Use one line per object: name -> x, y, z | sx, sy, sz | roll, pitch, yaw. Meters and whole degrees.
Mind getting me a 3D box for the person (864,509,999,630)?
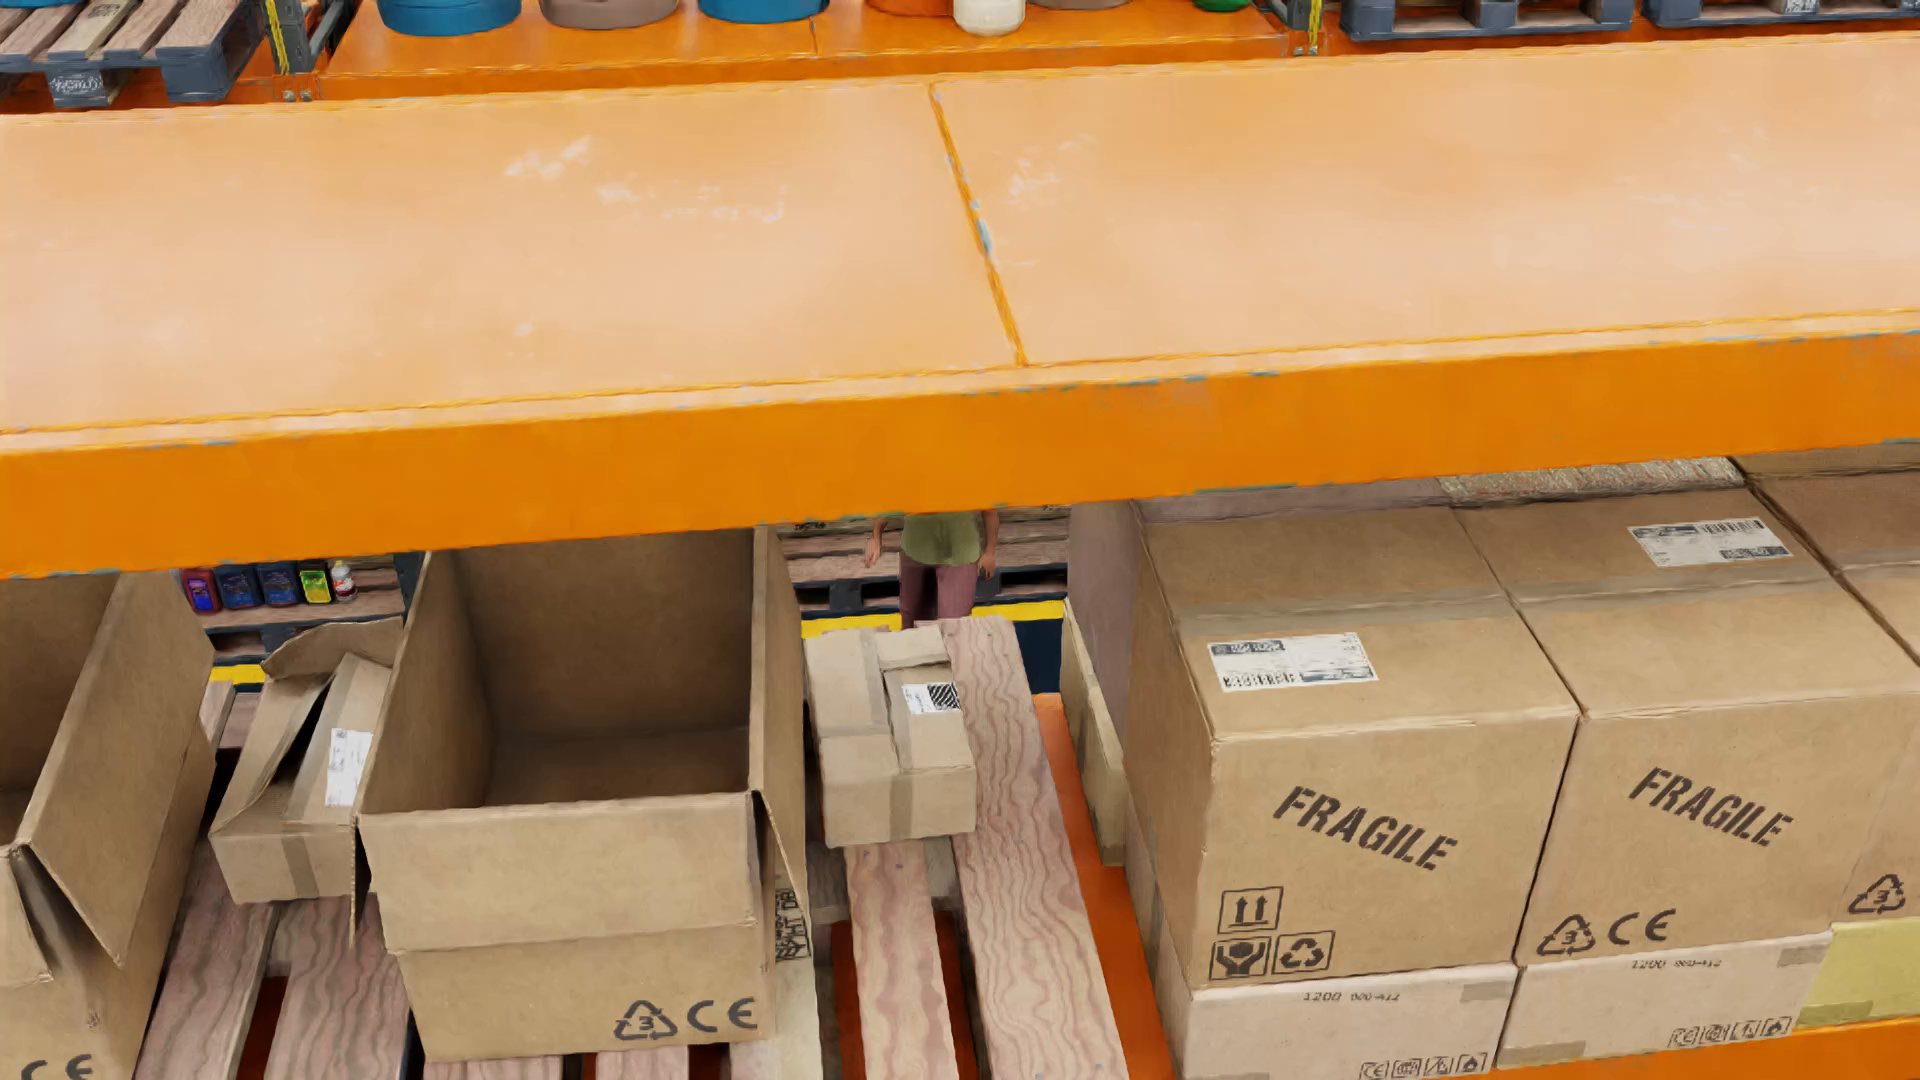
person -> -0.129, 0.053, 7.190 | 0.572, 1.683, 0.383 | 18, 39, 24
